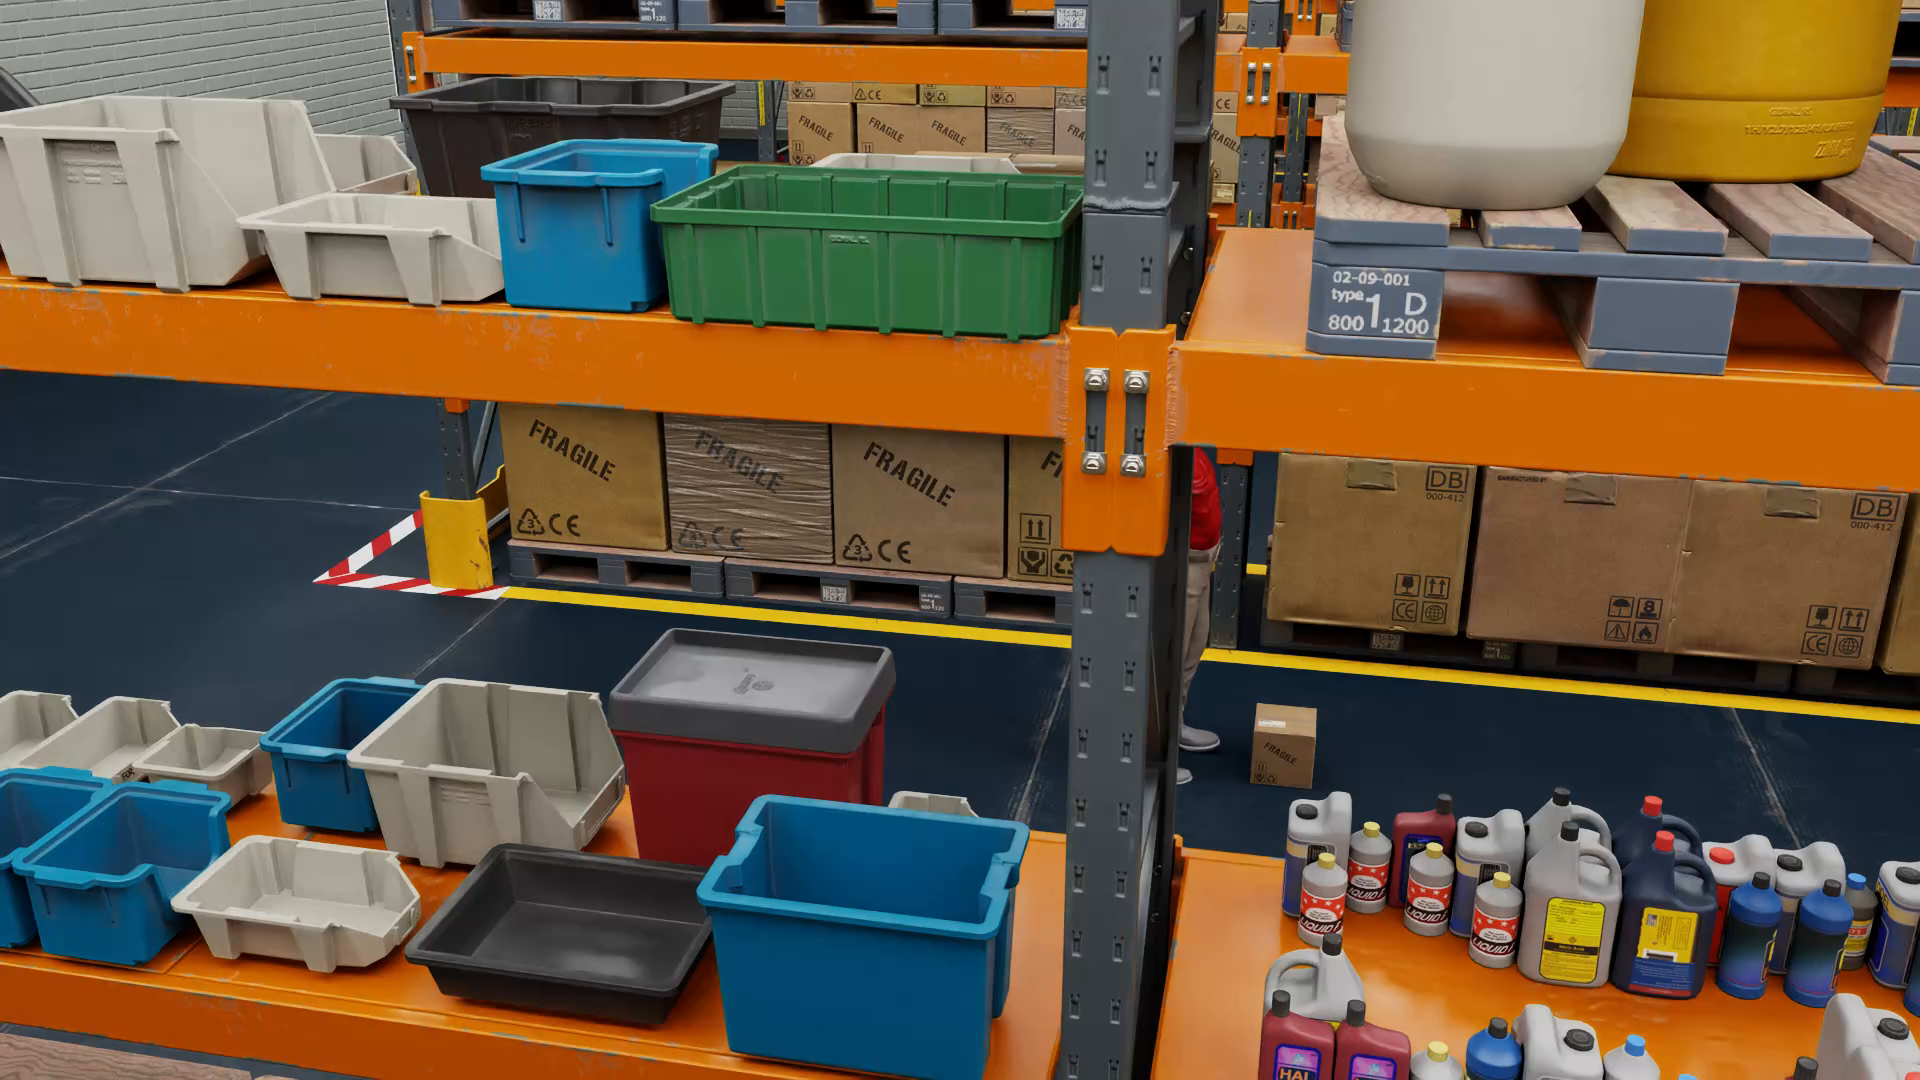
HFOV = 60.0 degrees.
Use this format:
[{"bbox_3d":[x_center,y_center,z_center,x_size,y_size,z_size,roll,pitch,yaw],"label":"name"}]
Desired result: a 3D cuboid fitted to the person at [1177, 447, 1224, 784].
[{"bbox_3d":[0.889,0.140,6.787,0.415,1.744,0.525,5,22,12],"label":"person"}]
